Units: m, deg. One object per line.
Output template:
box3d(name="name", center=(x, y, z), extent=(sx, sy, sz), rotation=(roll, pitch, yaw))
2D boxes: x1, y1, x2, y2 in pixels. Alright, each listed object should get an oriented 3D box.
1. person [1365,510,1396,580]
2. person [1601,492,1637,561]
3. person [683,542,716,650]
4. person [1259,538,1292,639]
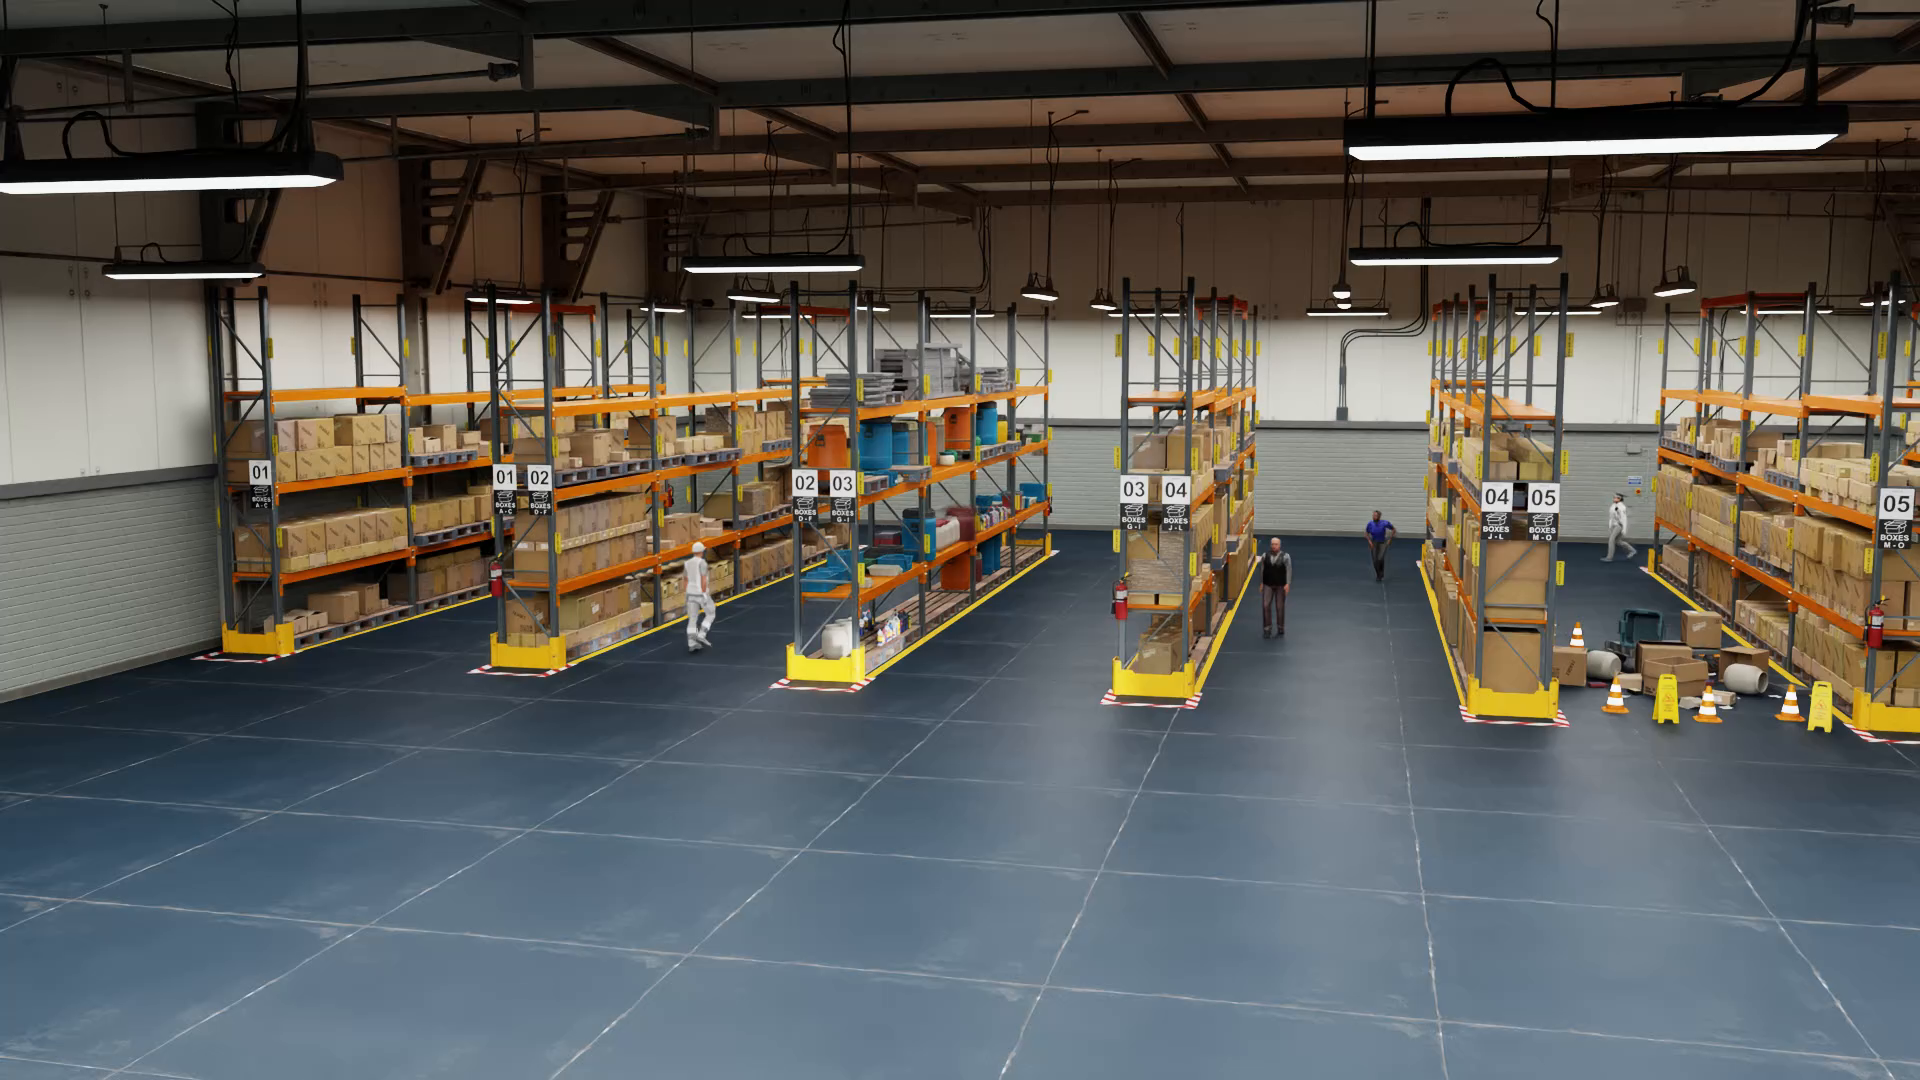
box3d(name="person", center=(9.064, 0.151, 35.854), extent=(0.625, 1.492, 0.724), rotation=(3, 7, 23))
box3d(name="person", center=(15.535, -0.323, 39.145), extent=(0.898, 1.642, 0.486), rotation=(0, 7, 0))
box3d(name="person", center=(-4.380, 0.924, 27.732), extent=(0.569, 1.769, 0.503), rotation=(3, 7, 26))
box3d(name="person", center=(5.494, 0.832, 29.014), extent=(0.591, 1.746, 0.632), rotation=(3, 7, 25))
